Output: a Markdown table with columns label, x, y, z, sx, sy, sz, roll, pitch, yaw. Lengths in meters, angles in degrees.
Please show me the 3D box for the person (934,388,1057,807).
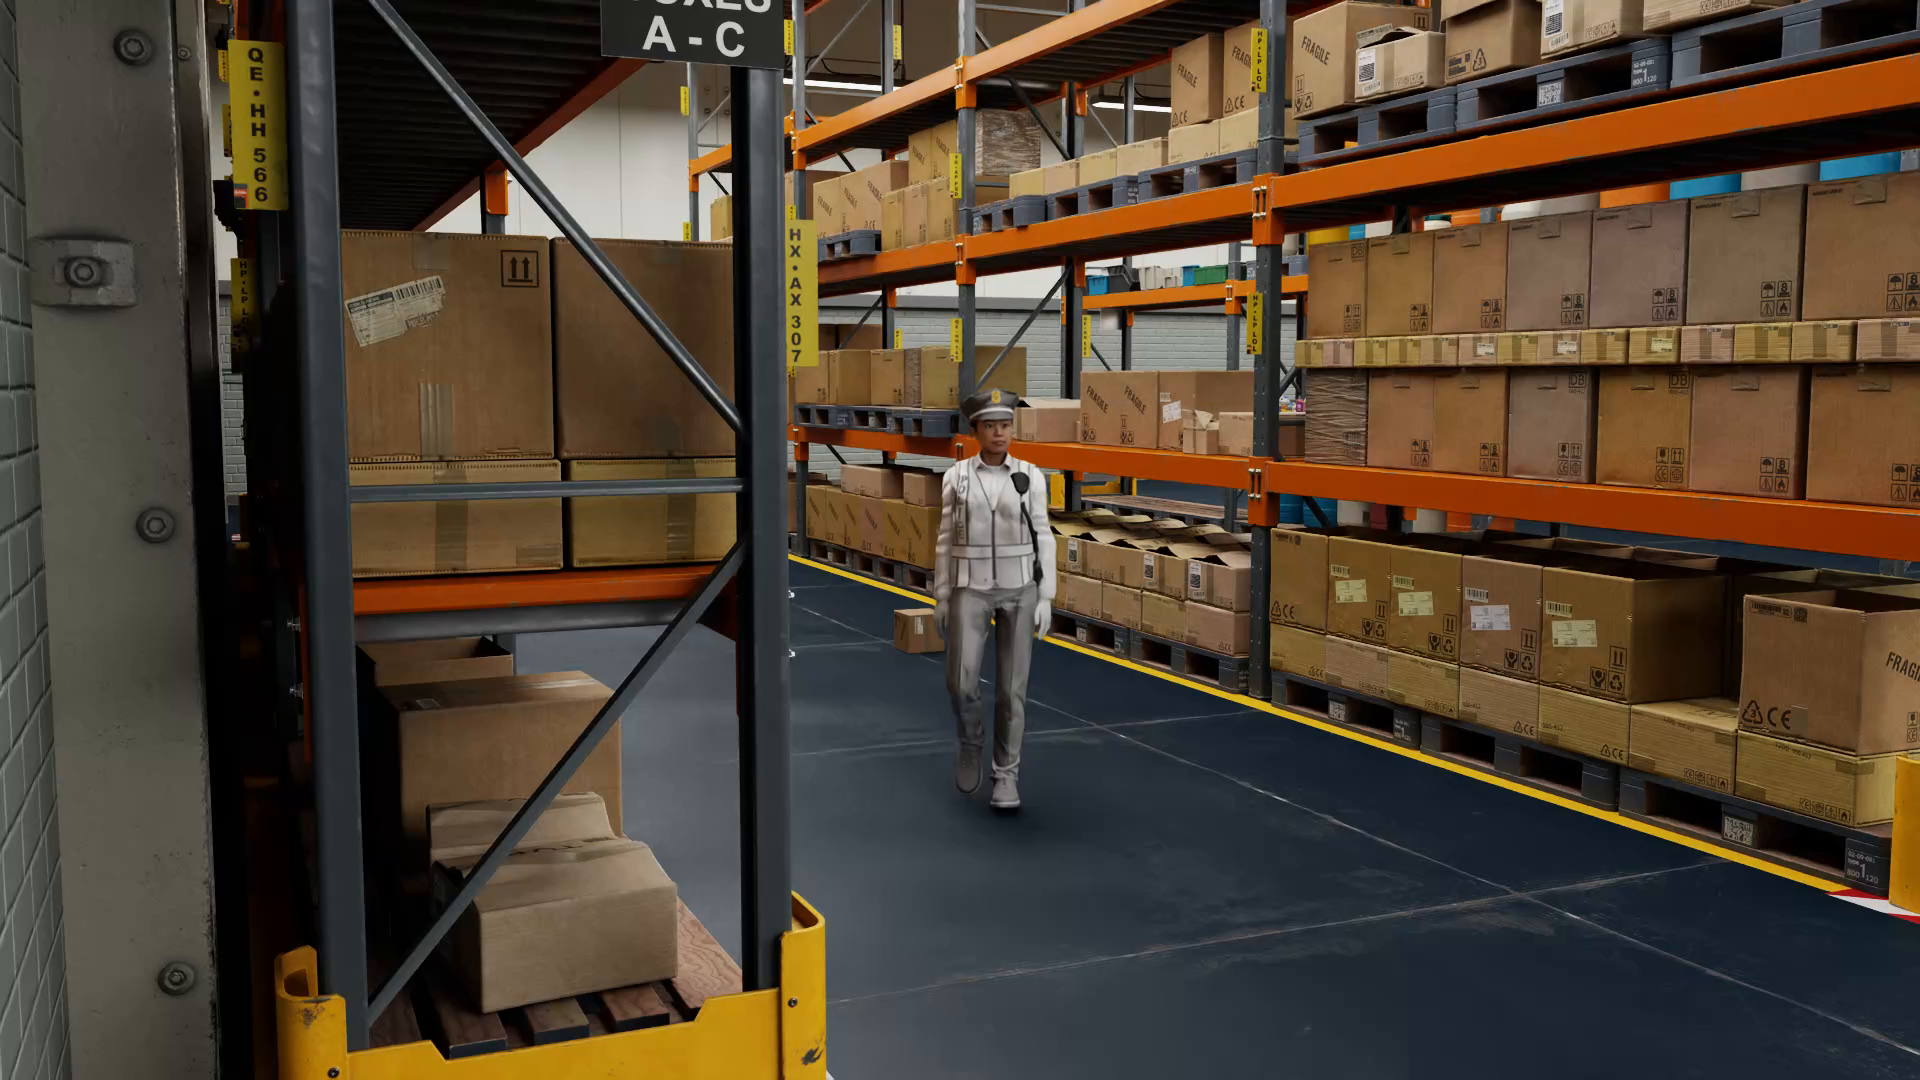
| label | x | y | z | sx | sy | sz | roll | pitch | yaw |
| --- | --- | --- | --- | --- | --- | --- | --- | --- | --- |
| person | 0.143 | 0.232 | 6.701 | 0.501 | 1.683 | 0.448 | 0 | 5 | -1 |
